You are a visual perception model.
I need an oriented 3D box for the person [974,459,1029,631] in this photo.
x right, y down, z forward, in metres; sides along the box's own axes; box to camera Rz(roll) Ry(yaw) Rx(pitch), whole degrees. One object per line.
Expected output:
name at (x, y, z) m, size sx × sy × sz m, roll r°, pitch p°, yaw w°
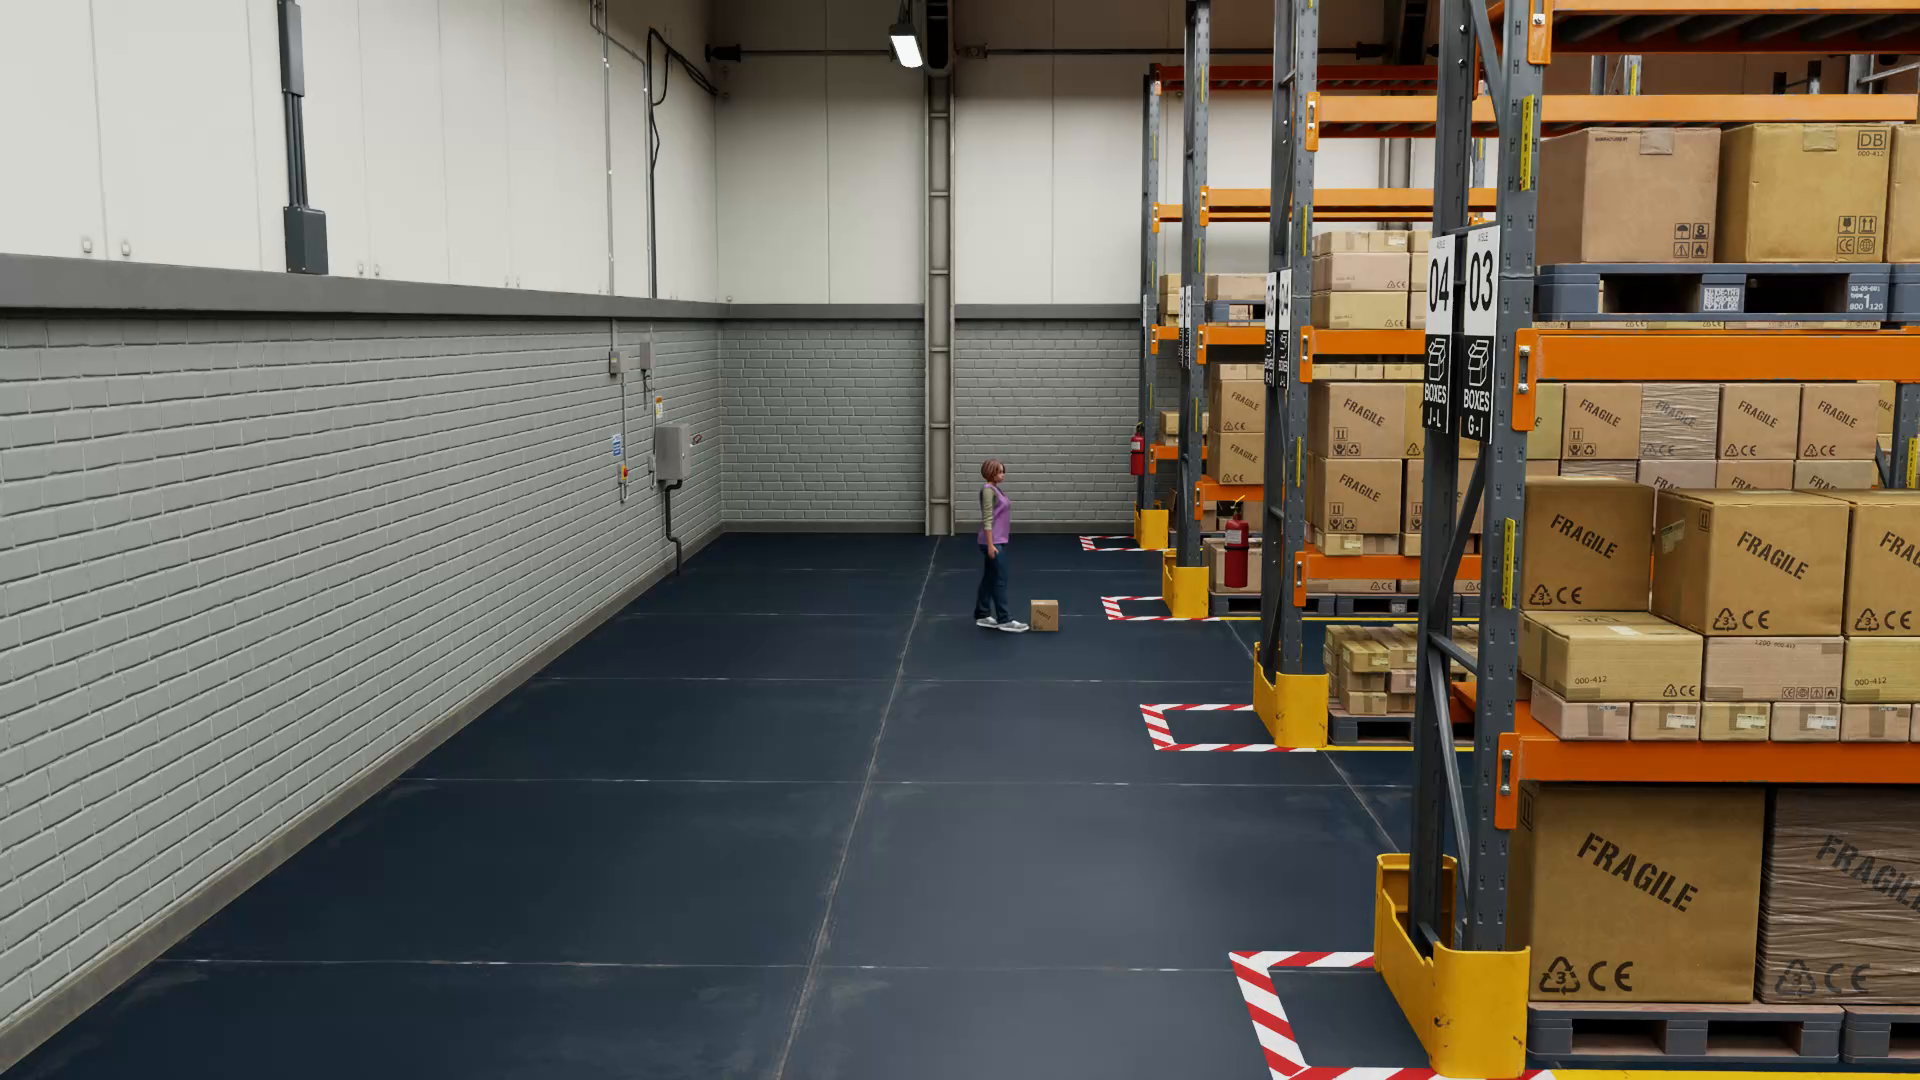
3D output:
person at (0.388, 0.037, 15.496) m, size 0.545 × 1.592 × 0.418 m, roll 1°, pitch 8°, yaw 9°
